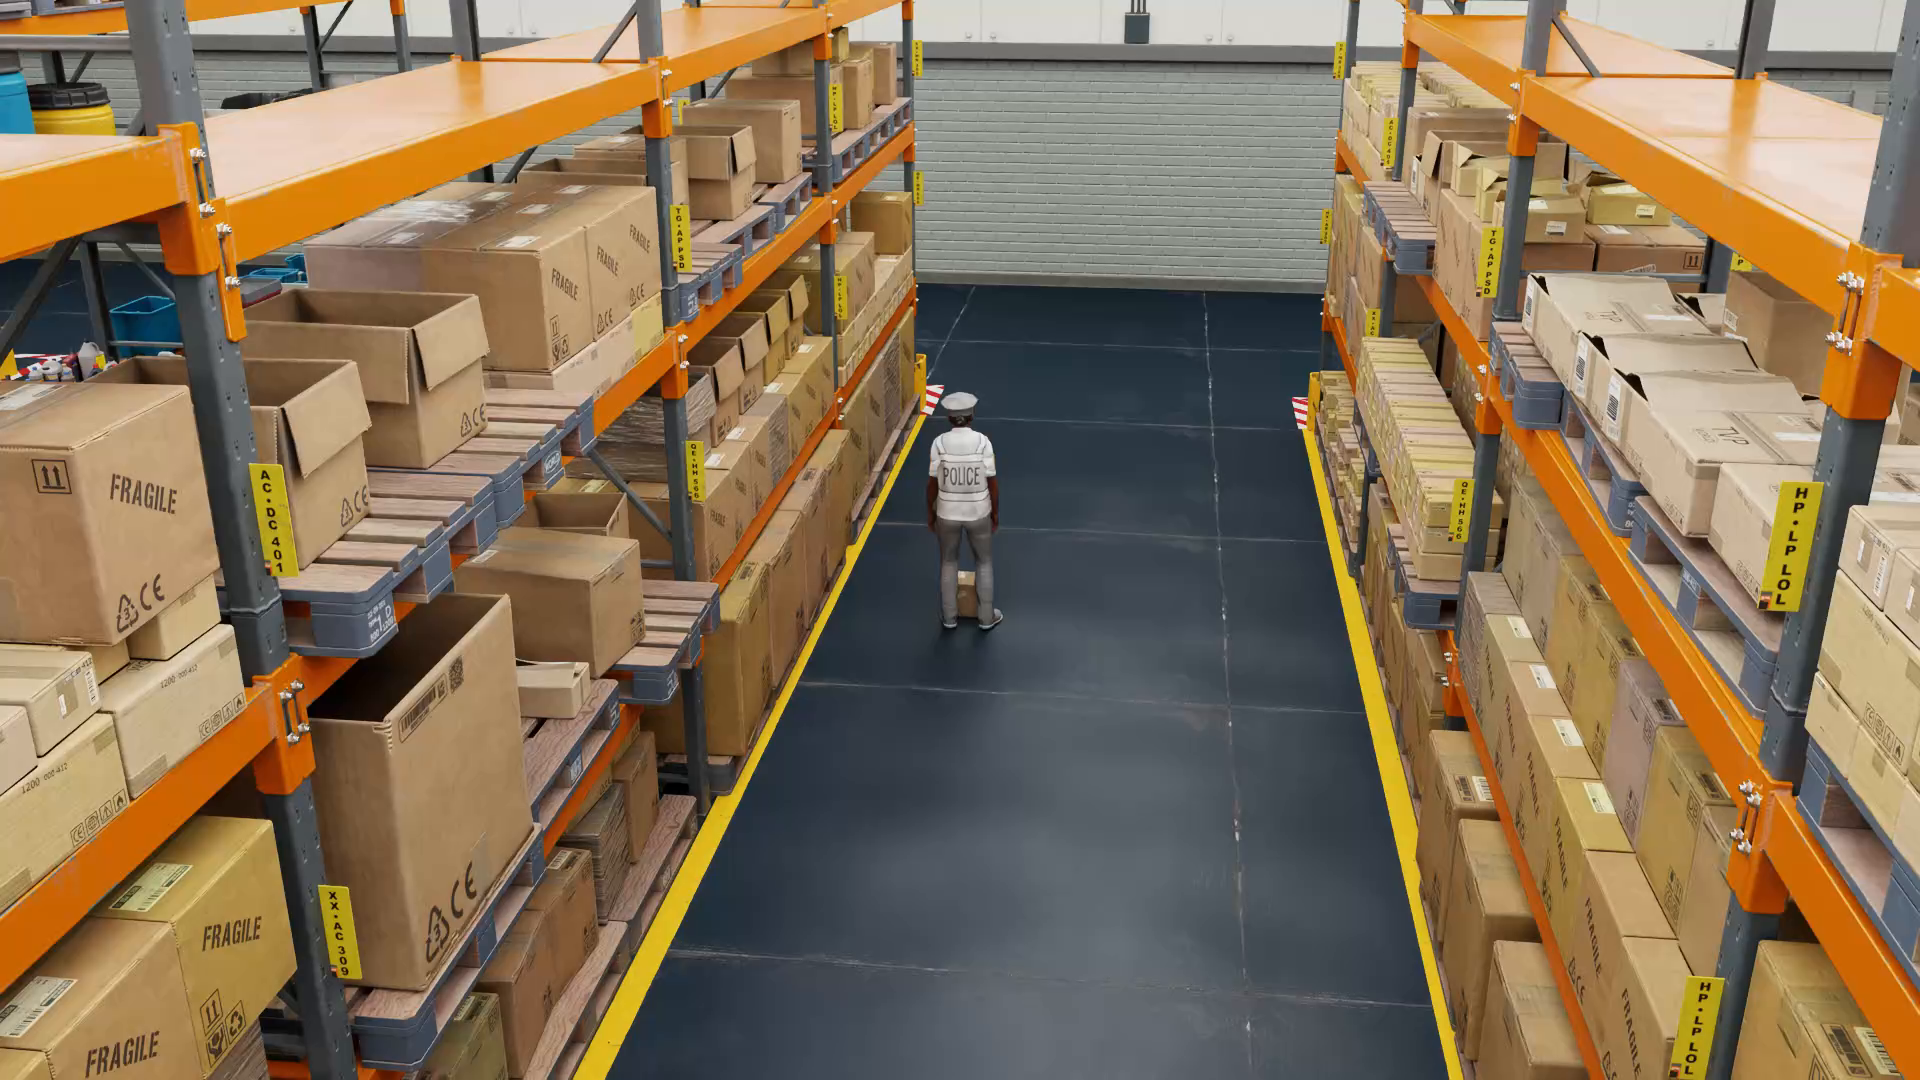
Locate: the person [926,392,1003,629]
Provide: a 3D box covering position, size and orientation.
[{"bbox_3d":[0.035,-0.179,11.543,0.530,1.659,0.398,1,21,3],"label":"person"}]
